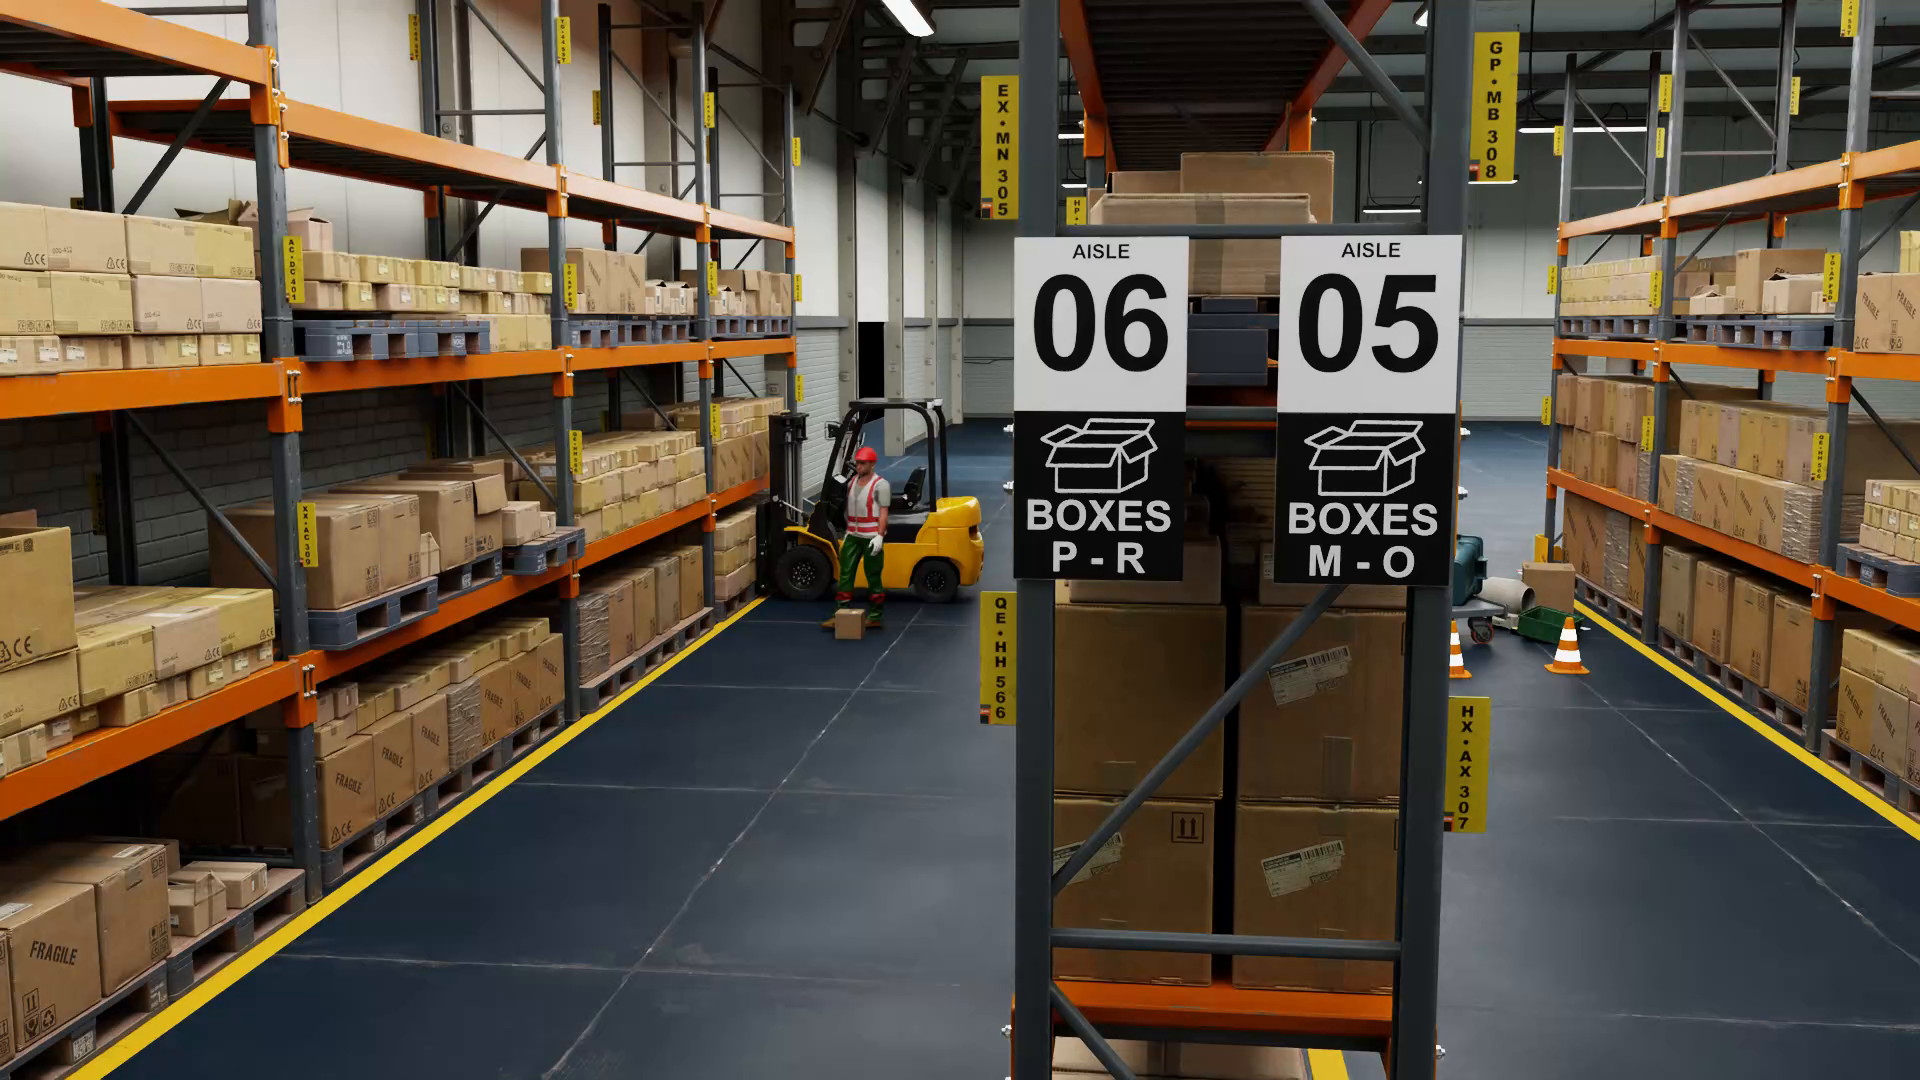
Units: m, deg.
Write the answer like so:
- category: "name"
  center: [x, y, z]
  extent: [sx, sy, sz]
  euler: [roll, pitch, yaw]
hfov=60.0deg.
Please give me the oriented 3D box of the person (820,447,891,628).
- category: "person"
  center: [-1.021, -0.005, 16.185]
  extent: [0.556, 1.790, 0.630]
  euler: [5, 9, 35]
